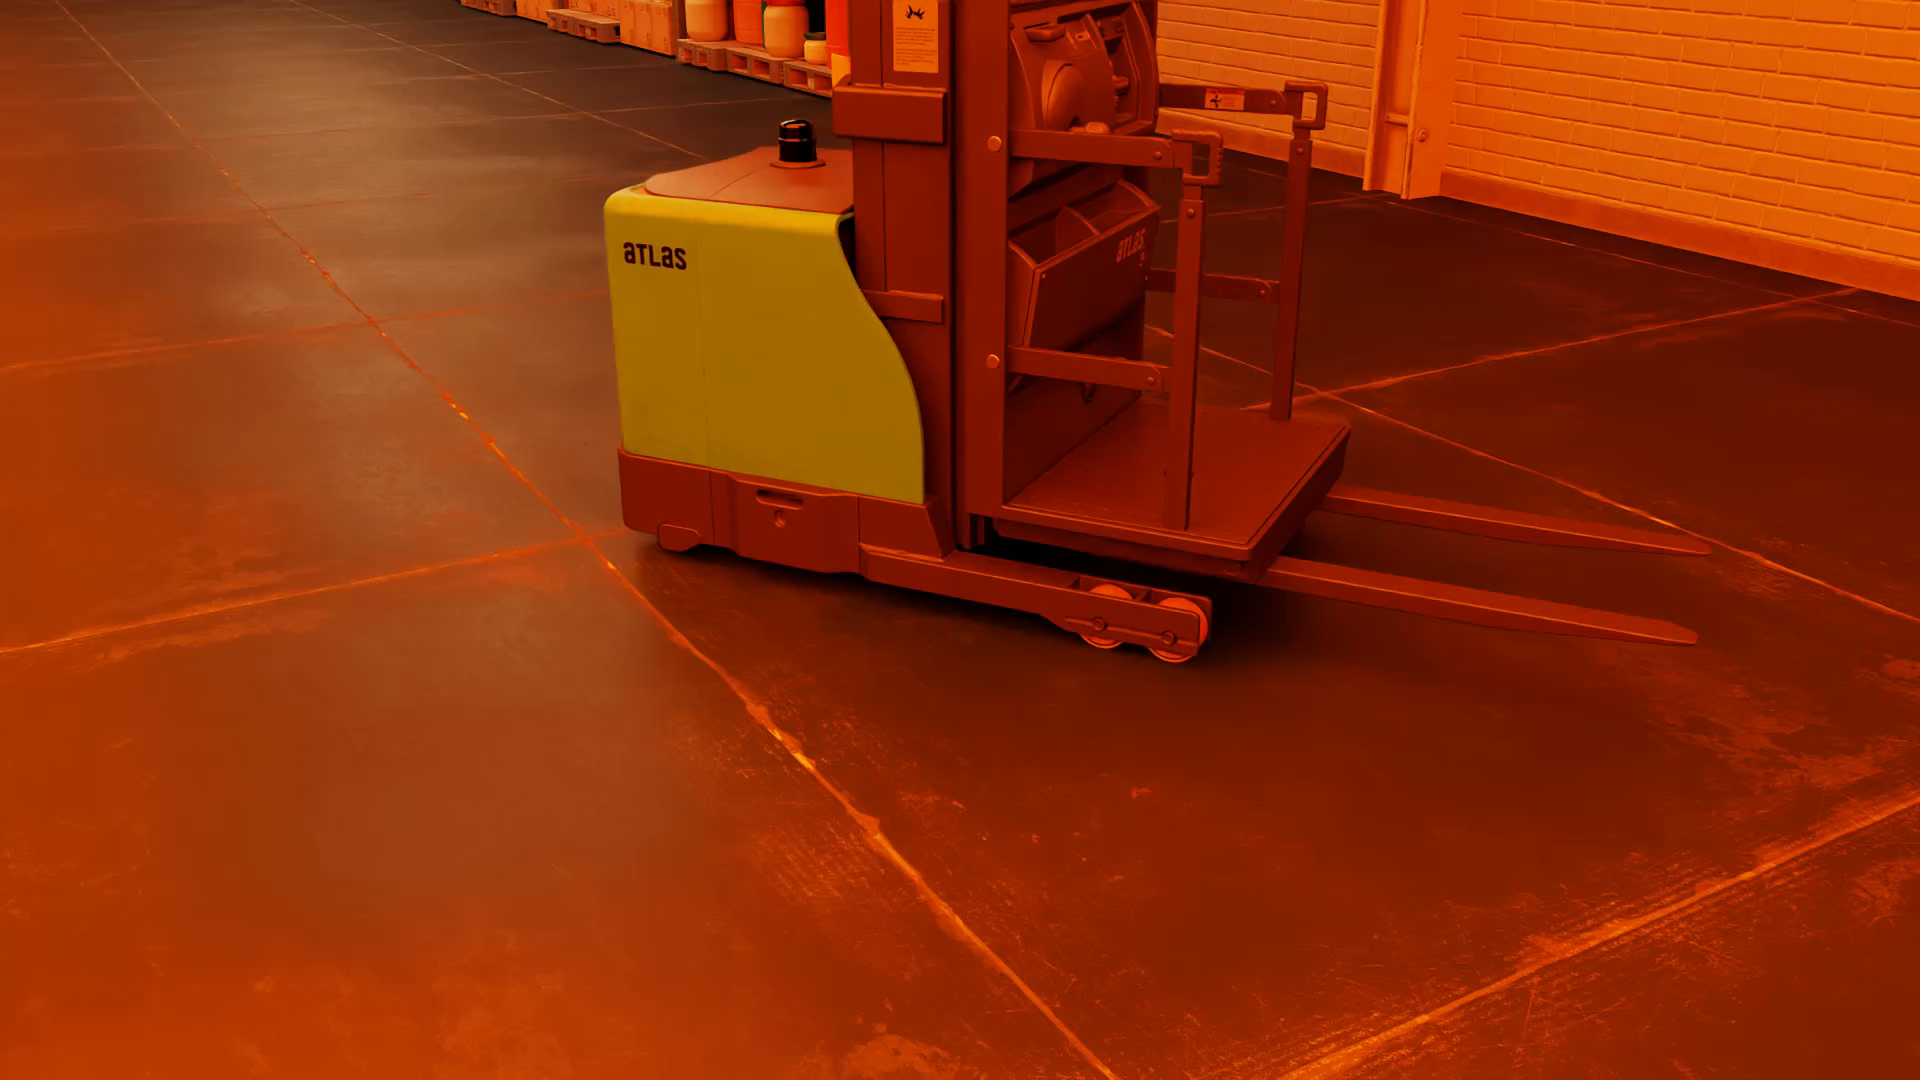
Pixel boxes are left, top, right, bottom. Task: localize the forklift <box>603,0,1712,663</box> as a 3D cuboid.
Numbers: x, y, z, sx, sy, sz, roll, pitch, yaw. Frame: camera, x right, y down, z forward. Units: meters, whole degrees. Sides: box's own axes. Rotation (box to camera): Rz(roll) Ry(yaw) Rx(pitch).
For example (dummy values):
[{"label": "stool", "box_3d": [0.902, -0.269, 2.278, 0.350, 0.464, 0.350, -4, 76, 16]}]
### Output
[{"label": "forklift", "box_3d": [0.527, -1.265, 4.357, 3.031, 2.935, 1.130, 10, 24, 23]}]
